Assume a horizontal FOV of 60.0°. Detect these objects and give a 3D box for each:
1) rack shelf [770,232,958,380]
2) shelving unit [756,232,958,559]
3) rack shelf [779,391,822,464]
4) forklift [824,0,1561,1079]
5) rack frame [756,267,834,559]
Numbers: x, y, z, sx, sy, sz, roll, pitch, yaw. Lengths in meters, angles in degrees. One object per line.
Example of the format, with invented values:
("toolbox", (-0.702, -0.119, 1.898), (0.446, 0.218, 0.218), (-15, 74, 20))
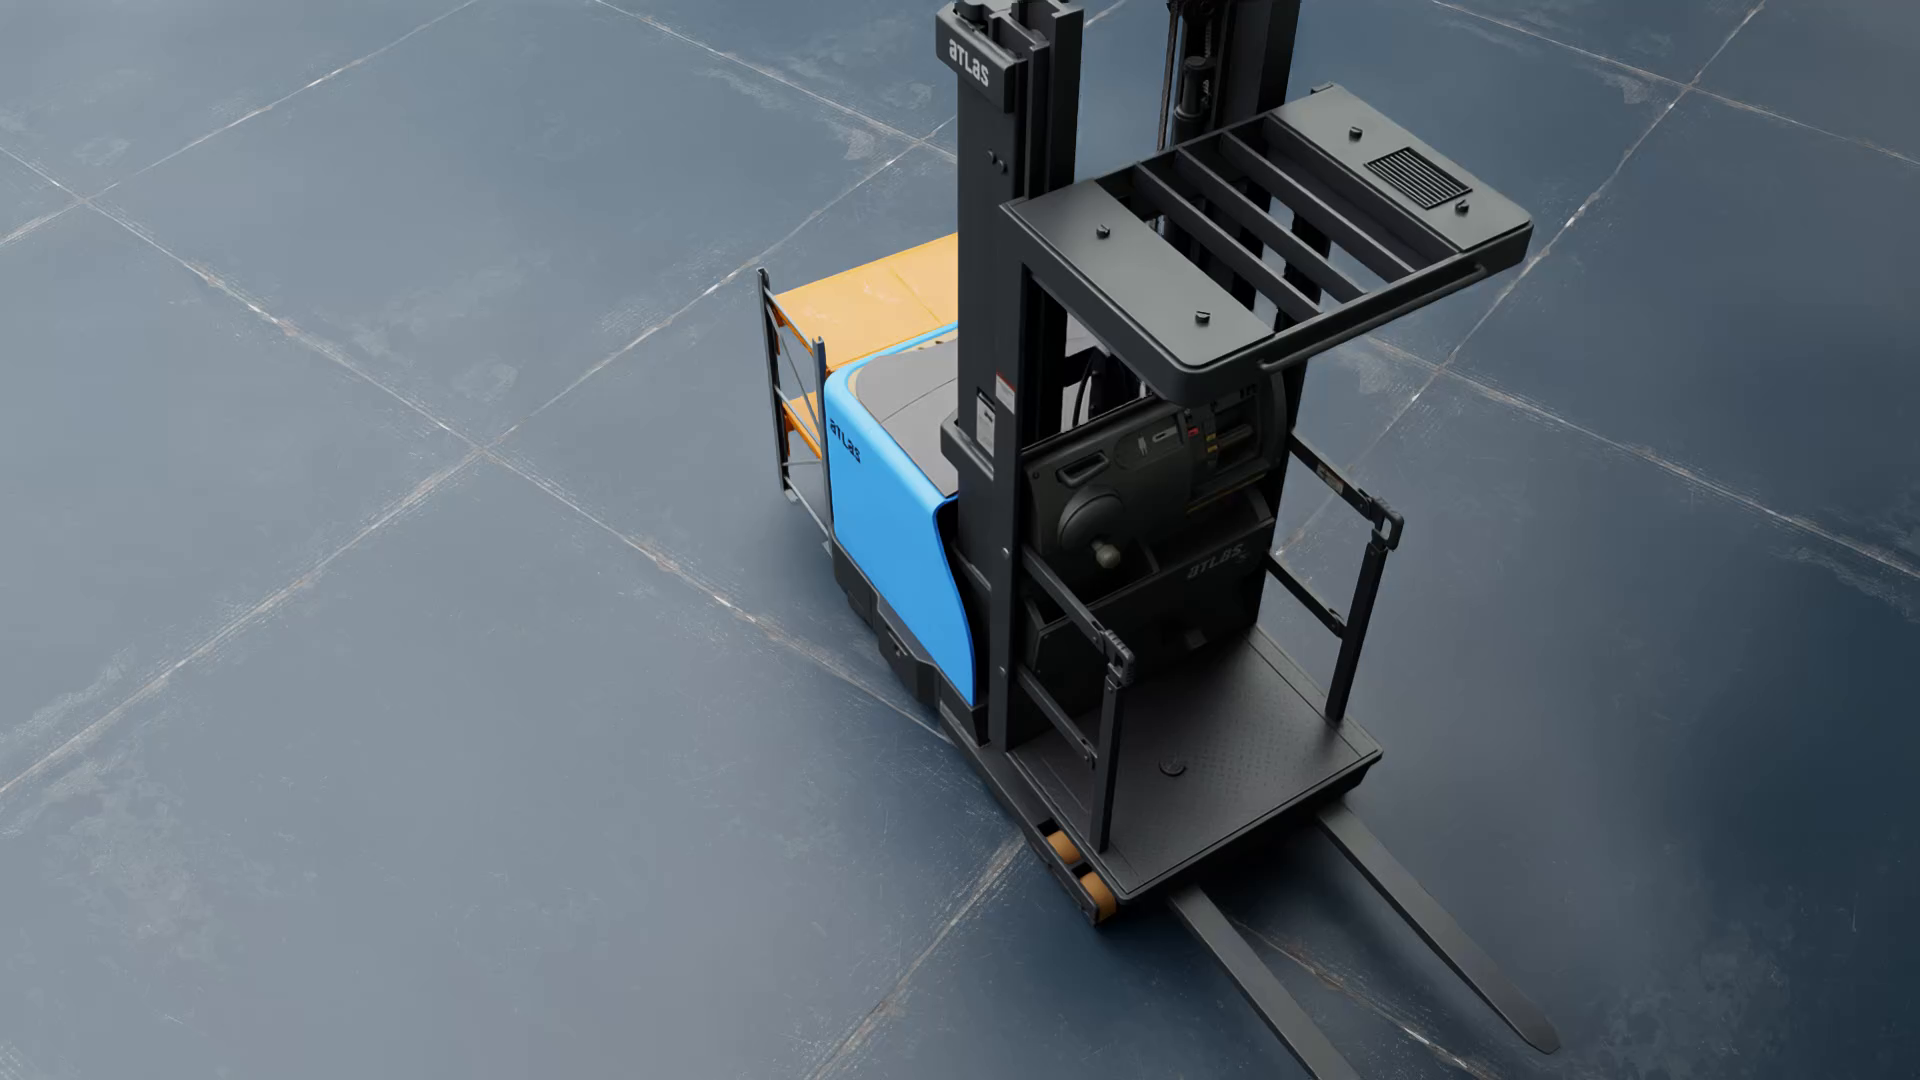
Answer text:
("rack shelf", (-0.178, -0.852, 6.381), (1.000, 0.278, 0.538), (-23, 50, -20))
("shelving unit", (-0.178, -0.650, 6.593), (1.048, 1.125, 0.538), (-23, 50, -20))
("rack shelf", (-0.178, -0.481, 6.770), (1.000, 0.278, 0.538), (-23, 50, -20))
("forklift", (0.717, -0.138, 4.855), (1.130, 2.935, 3.031), (-25, 51, -22))
("rack frame", (-0.616, -0.464, 6.415), (0.032, 1.125, 0.500), (-23, 50, -20))
